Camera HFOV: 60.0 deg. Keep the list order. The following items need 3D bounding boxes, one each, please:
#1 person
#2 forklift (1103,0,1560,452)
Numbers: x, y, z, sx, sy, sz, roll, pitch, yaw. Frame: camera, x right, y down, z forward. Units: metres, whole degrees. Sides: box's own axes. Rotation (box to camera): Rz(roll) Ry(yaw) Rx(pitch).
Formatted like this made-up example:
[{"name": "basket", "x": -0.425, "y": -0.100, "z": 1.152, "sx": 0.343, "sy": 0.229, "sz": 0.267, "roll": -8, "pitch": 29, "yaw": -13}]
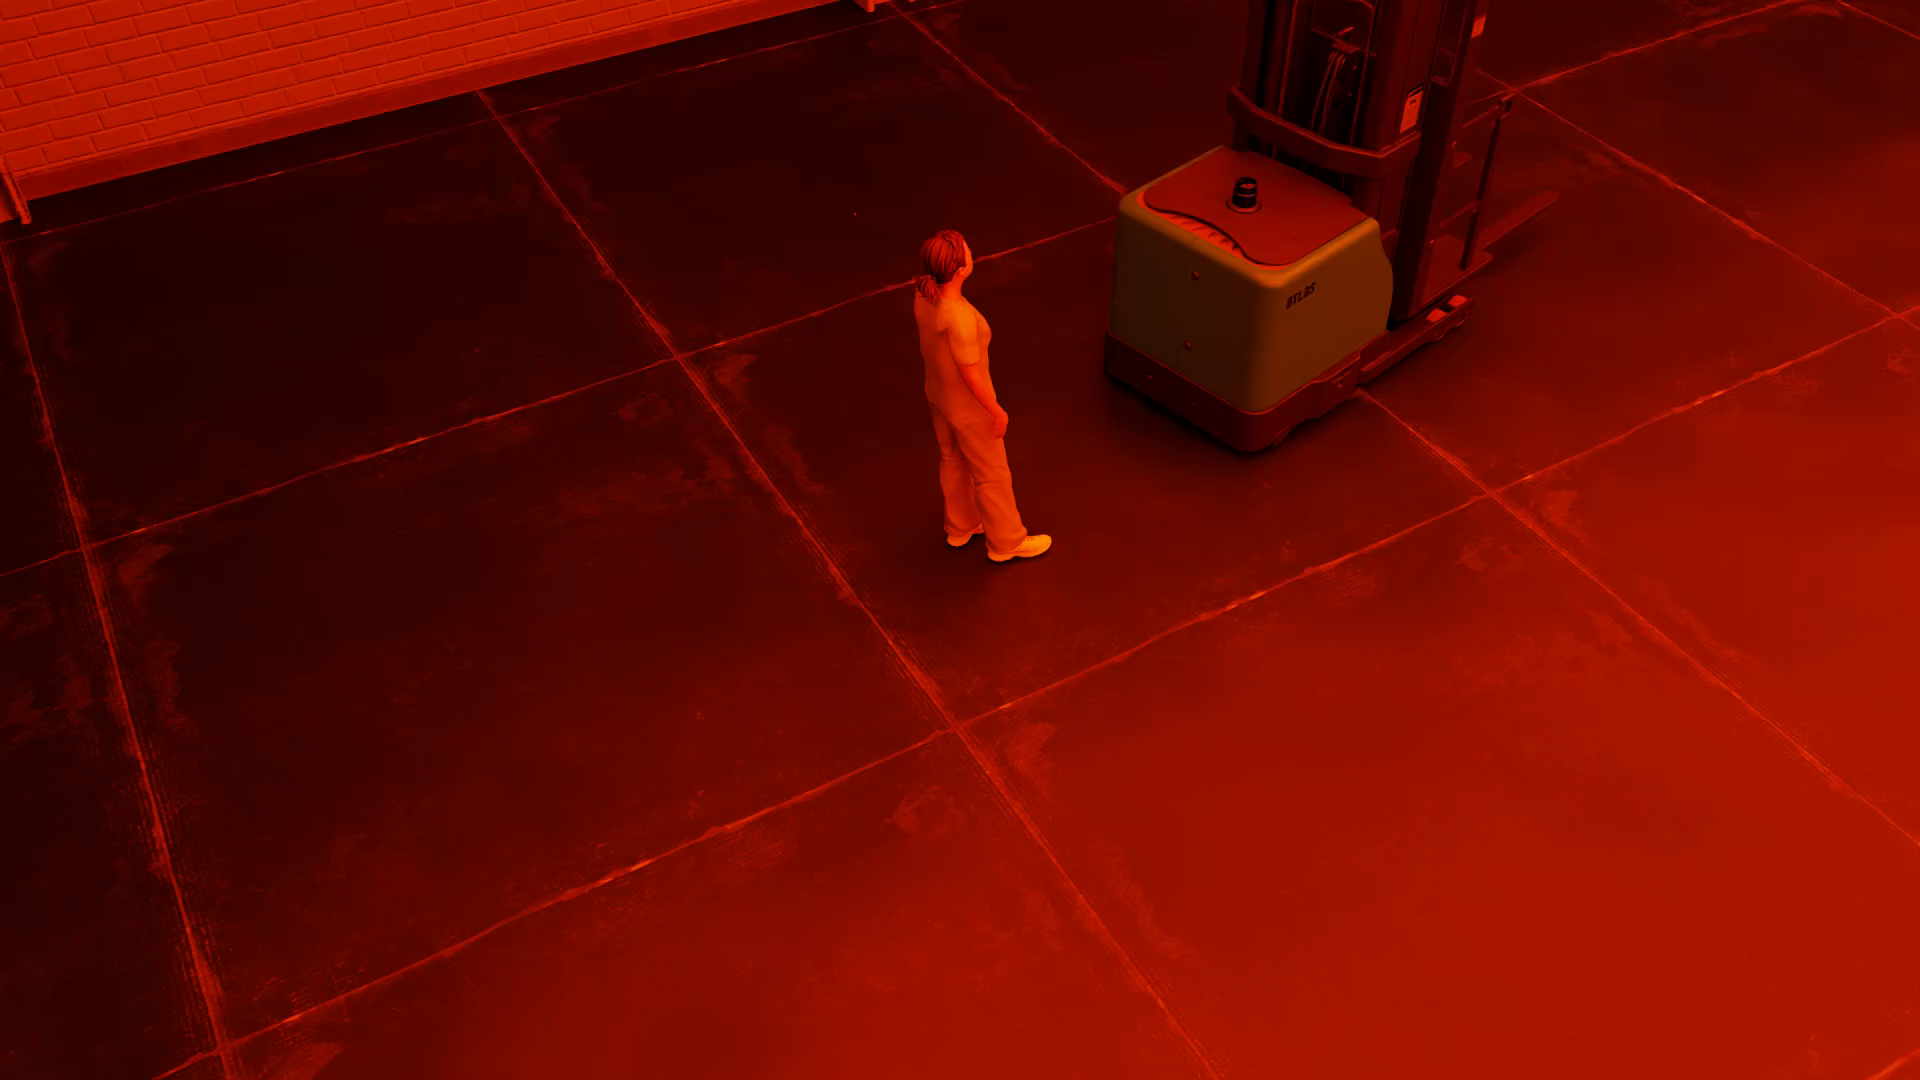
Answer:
[{"name": "person", "x": 0.071, "y": -0.633, "z": 7.300, "sx": 0.549, "sy": 1.665, "sz": 0.549, "roll": -21, "pitch": 47, "yaw": -21}, {"name": "forklift", "x": 2.171, "y": -2.390, "z": 8.275, "sx": 3.031, "sy": 2.935, "sz": 1.130, "roll": -33, "pitch": 52, "yaw": -30}]
